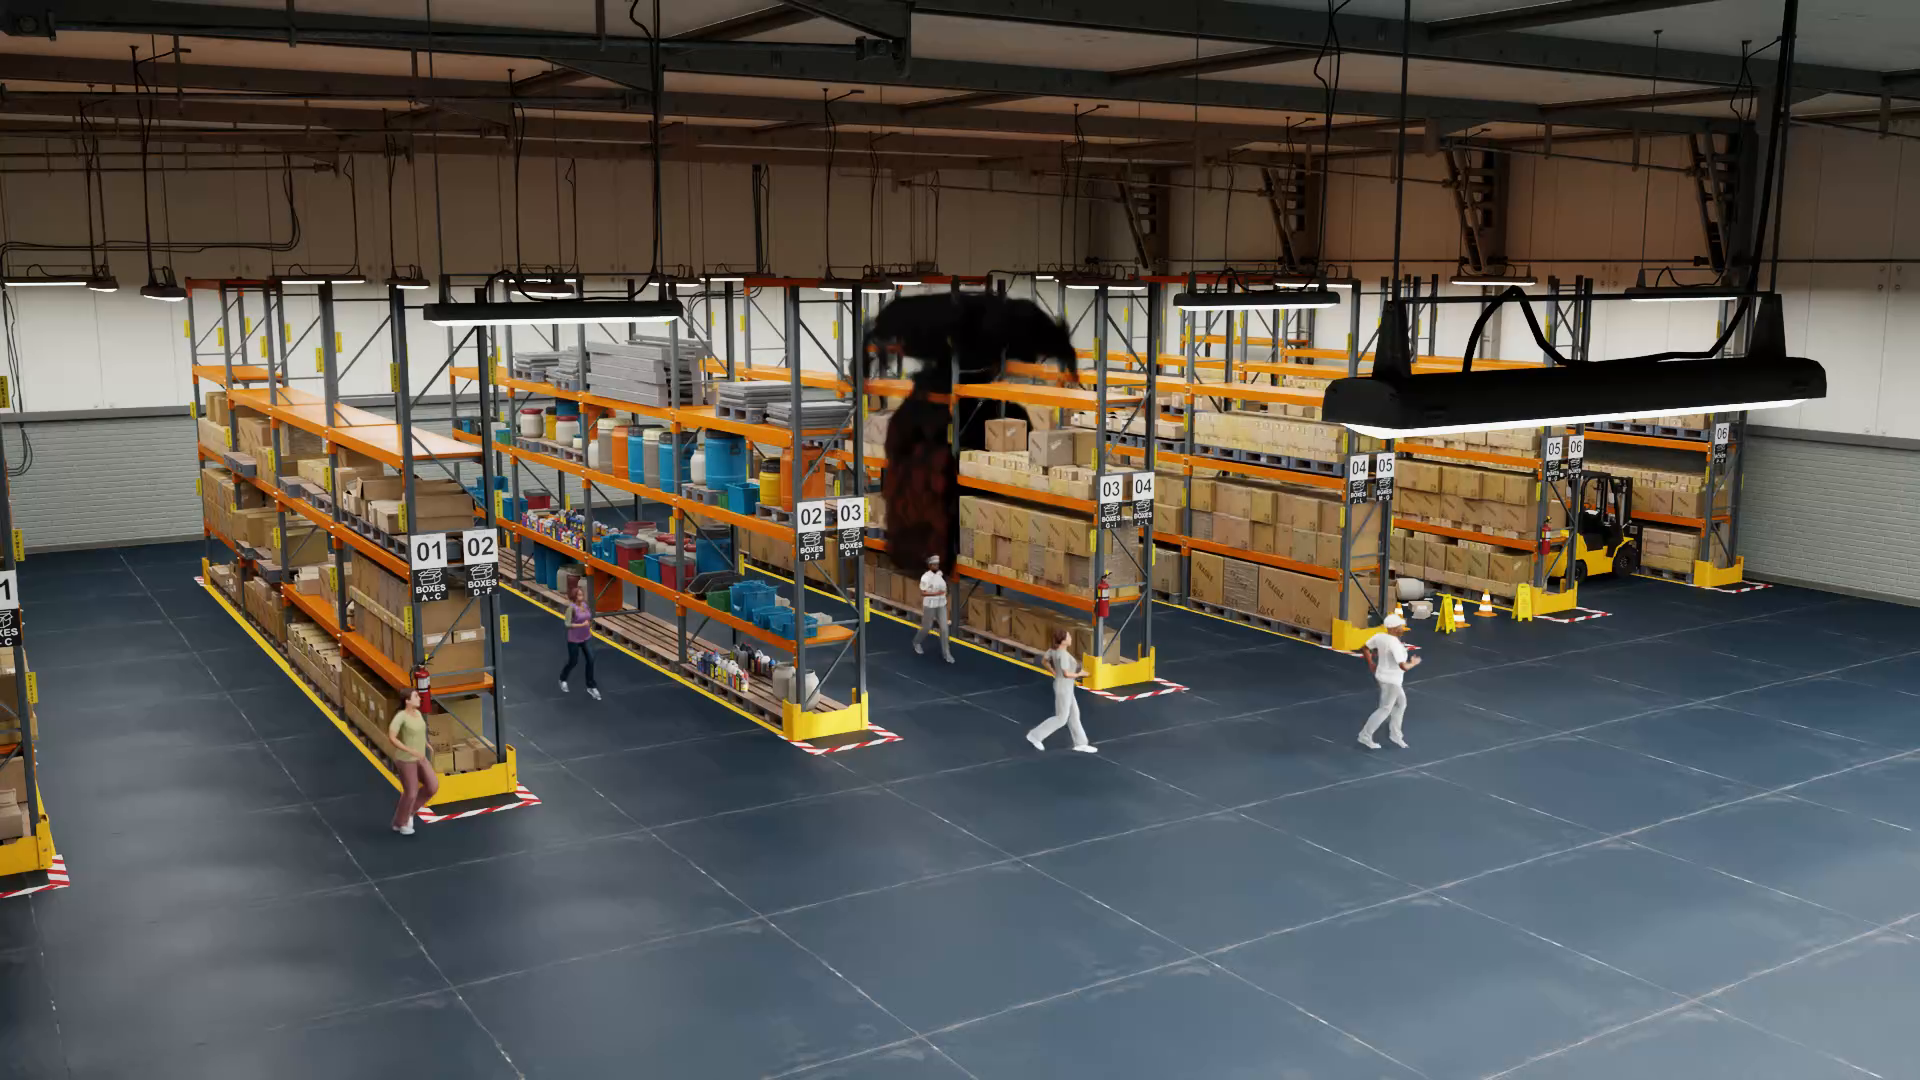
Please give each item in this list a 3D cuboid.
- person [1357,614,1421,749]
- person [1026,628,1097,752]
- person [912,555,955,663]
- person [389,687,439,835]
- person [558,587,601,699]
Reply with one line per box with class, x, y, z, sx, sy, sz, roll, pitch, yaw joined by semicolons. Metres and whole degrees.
person;5.564;1.866;21.584;0.787;1.834;0.720;-1;10;-3
person;1.309;1.945;21.327;0.955;1.667;0.567;-2;10;-9
person;-0.409;1.060;26.487;0.575;1.685;0.938;-7;12;-35
person;-6.075;2.449;18.578;0.511;1.629;0.650;3;10;19
person;-5.590;1.485;24.278;0.778;1.631;0.565;7;12;35
